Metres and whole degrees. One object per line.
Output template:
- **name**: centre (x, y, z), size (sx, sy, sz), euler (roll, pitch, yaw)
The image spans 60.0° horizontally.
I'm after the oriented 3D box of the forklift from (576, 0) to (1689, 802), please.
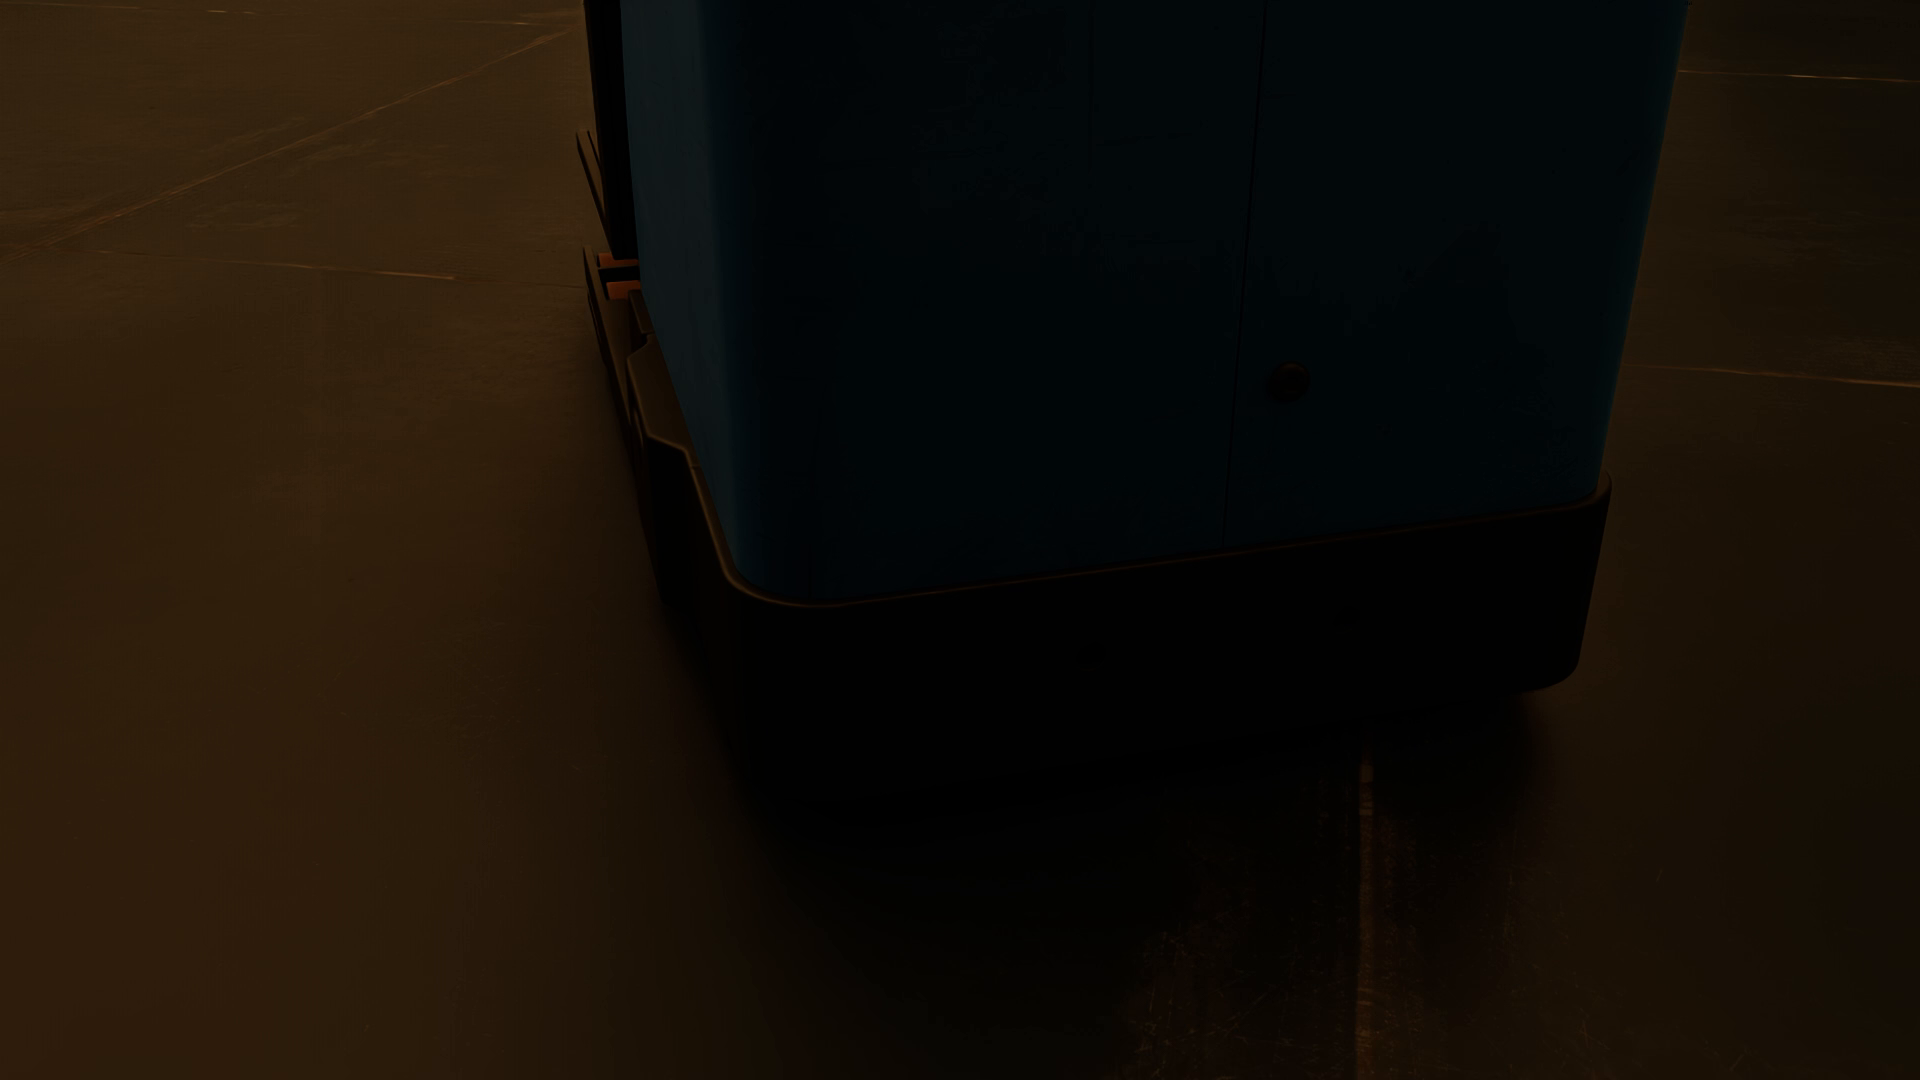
- **forklift**: centre (-0.121, -1.672, 2.560), size (1.130, 2.935, 3.031), euler (-7, 28, -14)
